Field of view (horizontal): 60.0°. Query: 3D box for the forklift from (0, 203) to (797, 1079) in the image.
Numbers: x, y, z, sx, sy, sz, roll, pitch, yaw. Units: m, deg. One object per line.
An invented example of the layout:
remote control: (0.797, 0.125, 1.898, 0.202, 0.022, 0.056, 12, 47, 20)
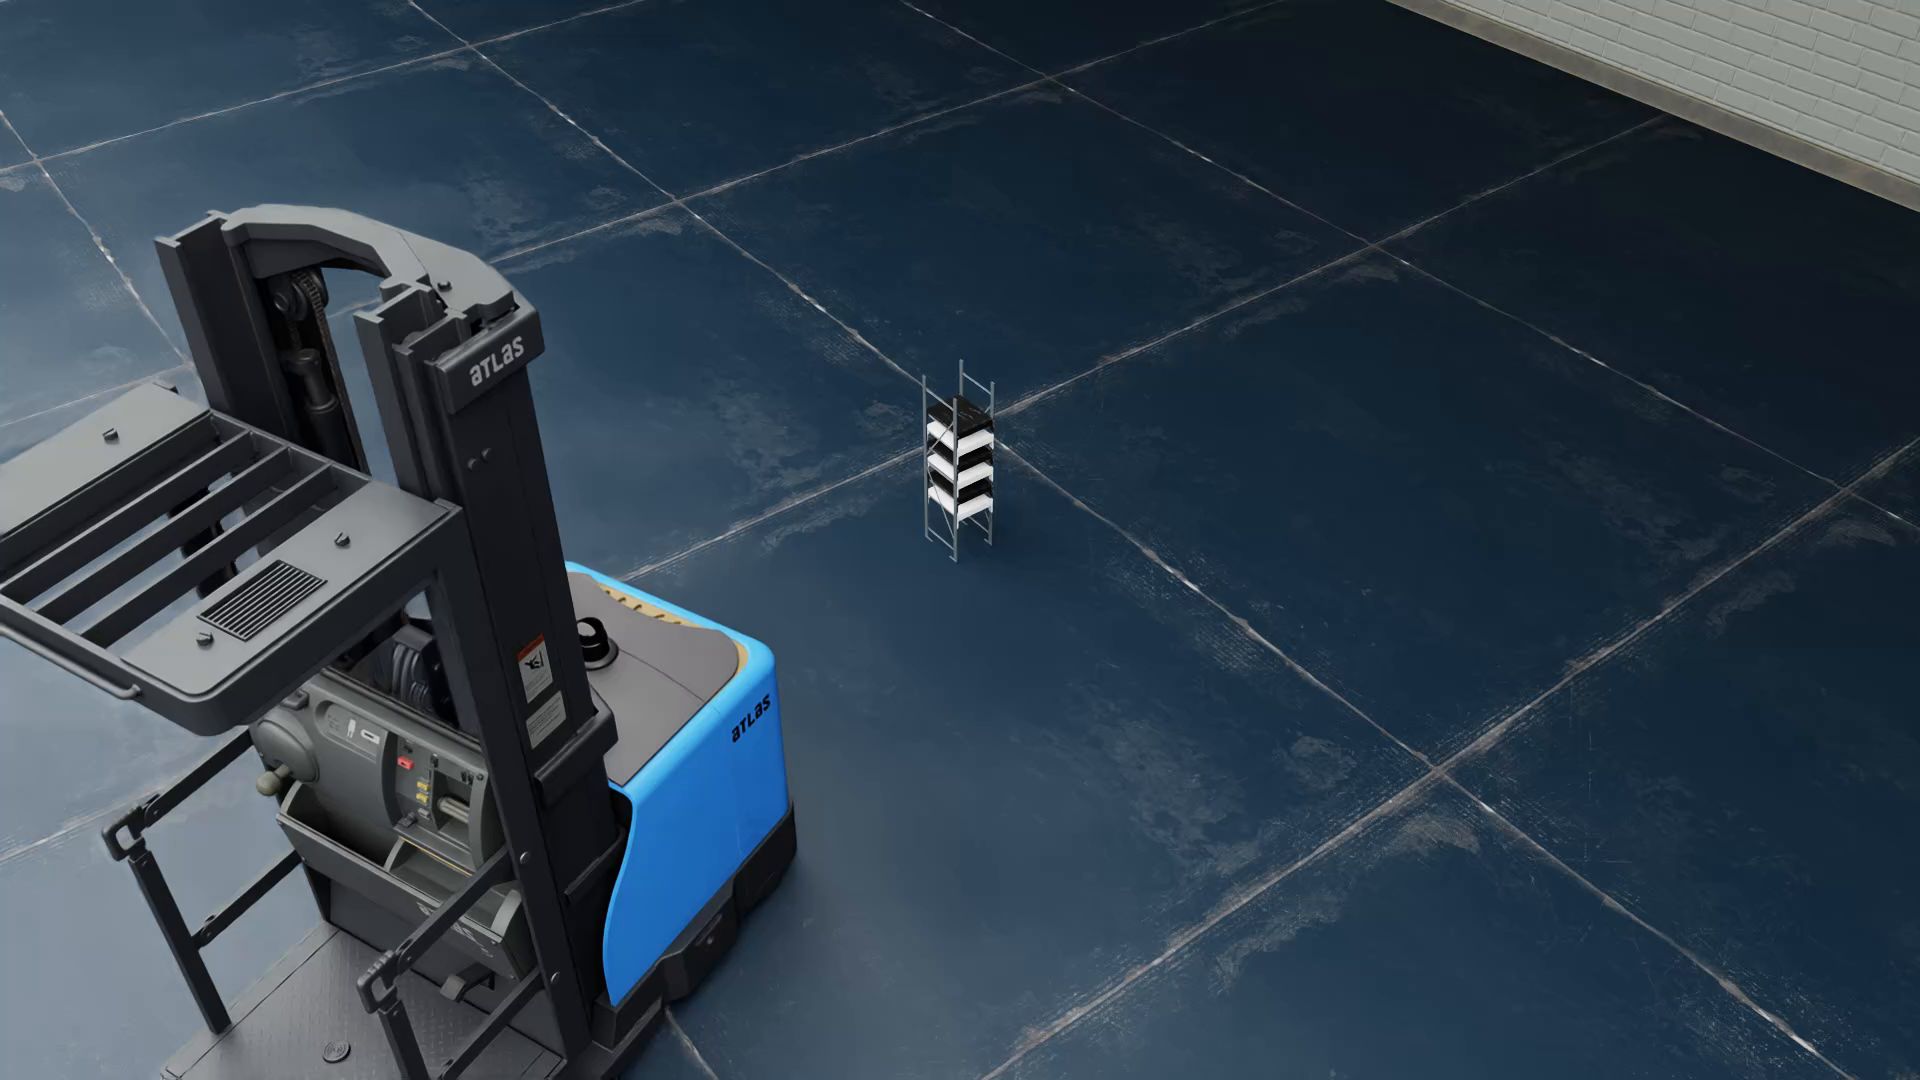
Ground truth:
forklift: (-1.793, 0.709, 4.575, 1.130, 2.935, 3.031, 21, 44, 23)

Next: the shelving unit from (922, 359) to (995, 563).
shelving unit: (-0.006, -0.345, 7.461, 0.210, 0.900, 0.258, -26, 46, -28)

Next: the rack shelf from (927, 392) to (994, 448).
rack shelf: (-0.006, -0.528, 7.311, 0.200, 0.077, 0.258, -26, 46, -28)

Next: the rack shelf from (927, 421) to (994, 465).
rack shelf: (-0.006, -0.458, 7.368, 0.200, 0.077, 0.258, -26, 46, -28)

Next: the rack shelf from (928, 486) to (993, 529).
rack shelf: (-0.006, -0.180, 7.596, 0.200, 0.077, 0.258, -26, 46, -28)

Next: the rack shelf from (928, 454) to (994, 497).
rack shelf: (-0.006, -0.319, 7.482, 0.200, 0.077, 0.258, -26, 46, -28)

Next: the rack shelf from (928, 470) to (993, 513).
rack shelf: (-0.006, -0.249, 7.539, 0.200, 0.077, 0.258, -26, 46, -28)

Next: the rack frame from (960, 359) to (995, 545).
rack frame: (0.074, -0.384, 7.509, 0.006, 0.900, 0.240, -26, 46, -28)

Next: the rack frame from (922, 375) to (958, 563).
rack frame: (-0.087, -0.305, 7.413, 0.006, 0.900, 0.240, -26, 46, -28)

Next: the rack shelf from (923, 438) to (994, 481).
rack shelf: (-0.006, -0.389, 7.425, 0.200, 0.077, 0.258, -26, 46, -28)
